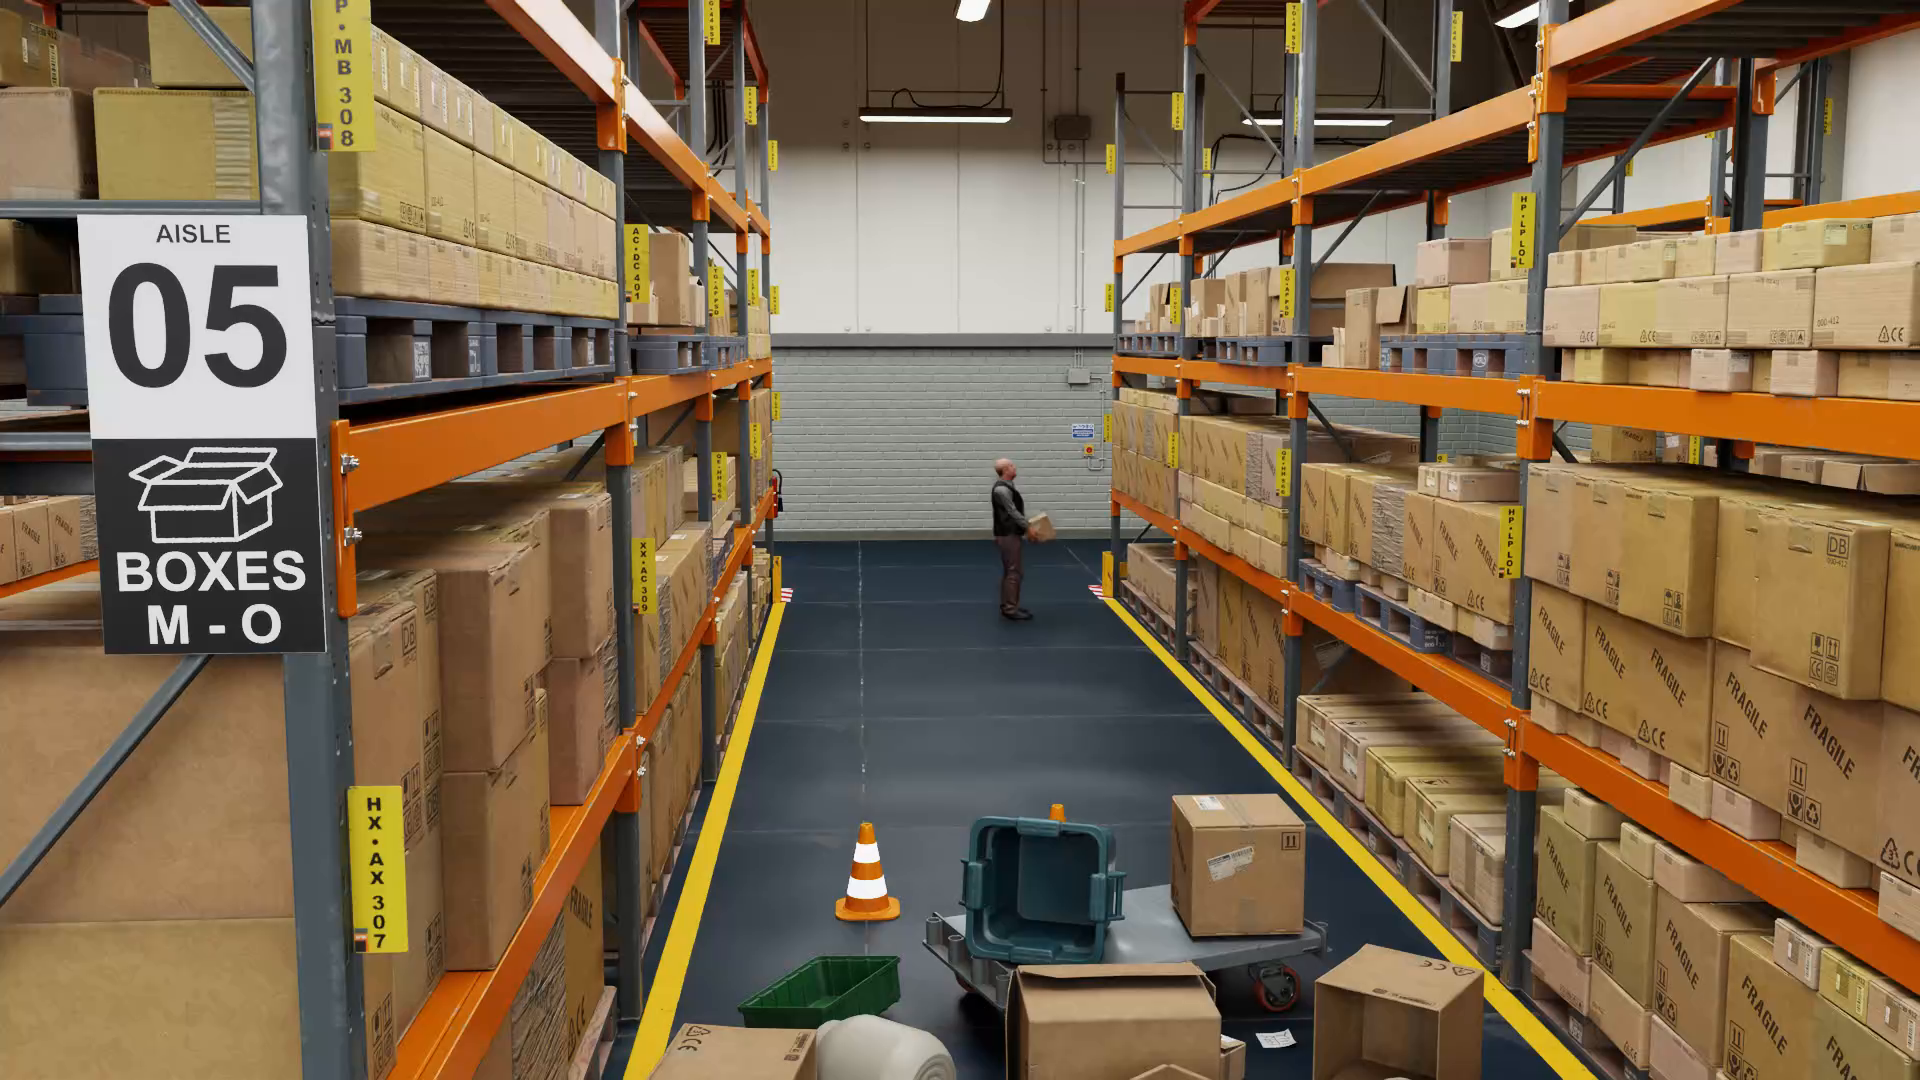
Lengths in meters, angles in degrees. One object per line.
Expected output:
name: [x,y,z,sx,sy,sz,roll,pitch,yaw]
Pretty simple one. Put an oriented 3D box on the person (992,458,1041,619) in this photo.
person: [0.617,-0.023,18.022,0.539,1.724,0.502,1,7,6]
